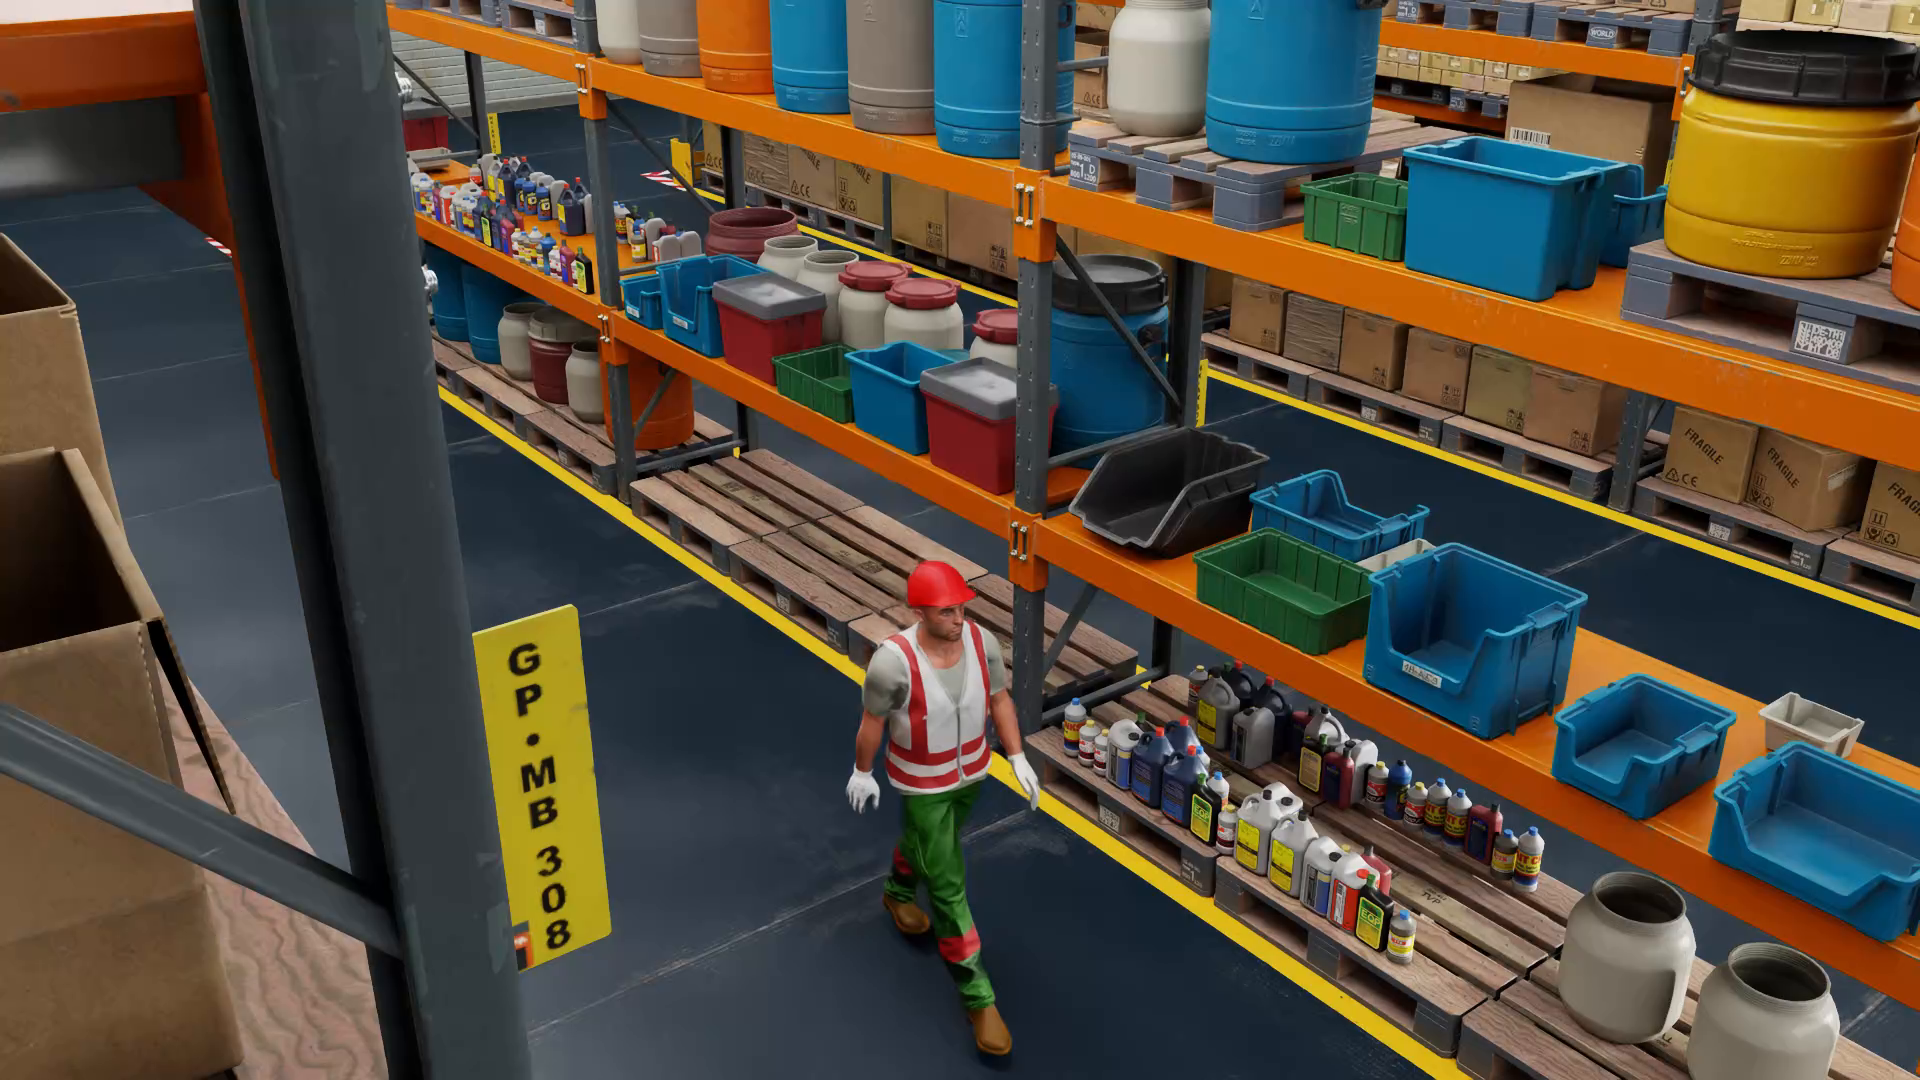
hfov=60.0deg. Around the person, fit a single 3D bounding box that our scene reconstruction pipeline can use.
[{"bbox_3d":[-0.013,0.881,6.102,0.590,1.721,1.050,-17,30,-33],"label":"person"}]
